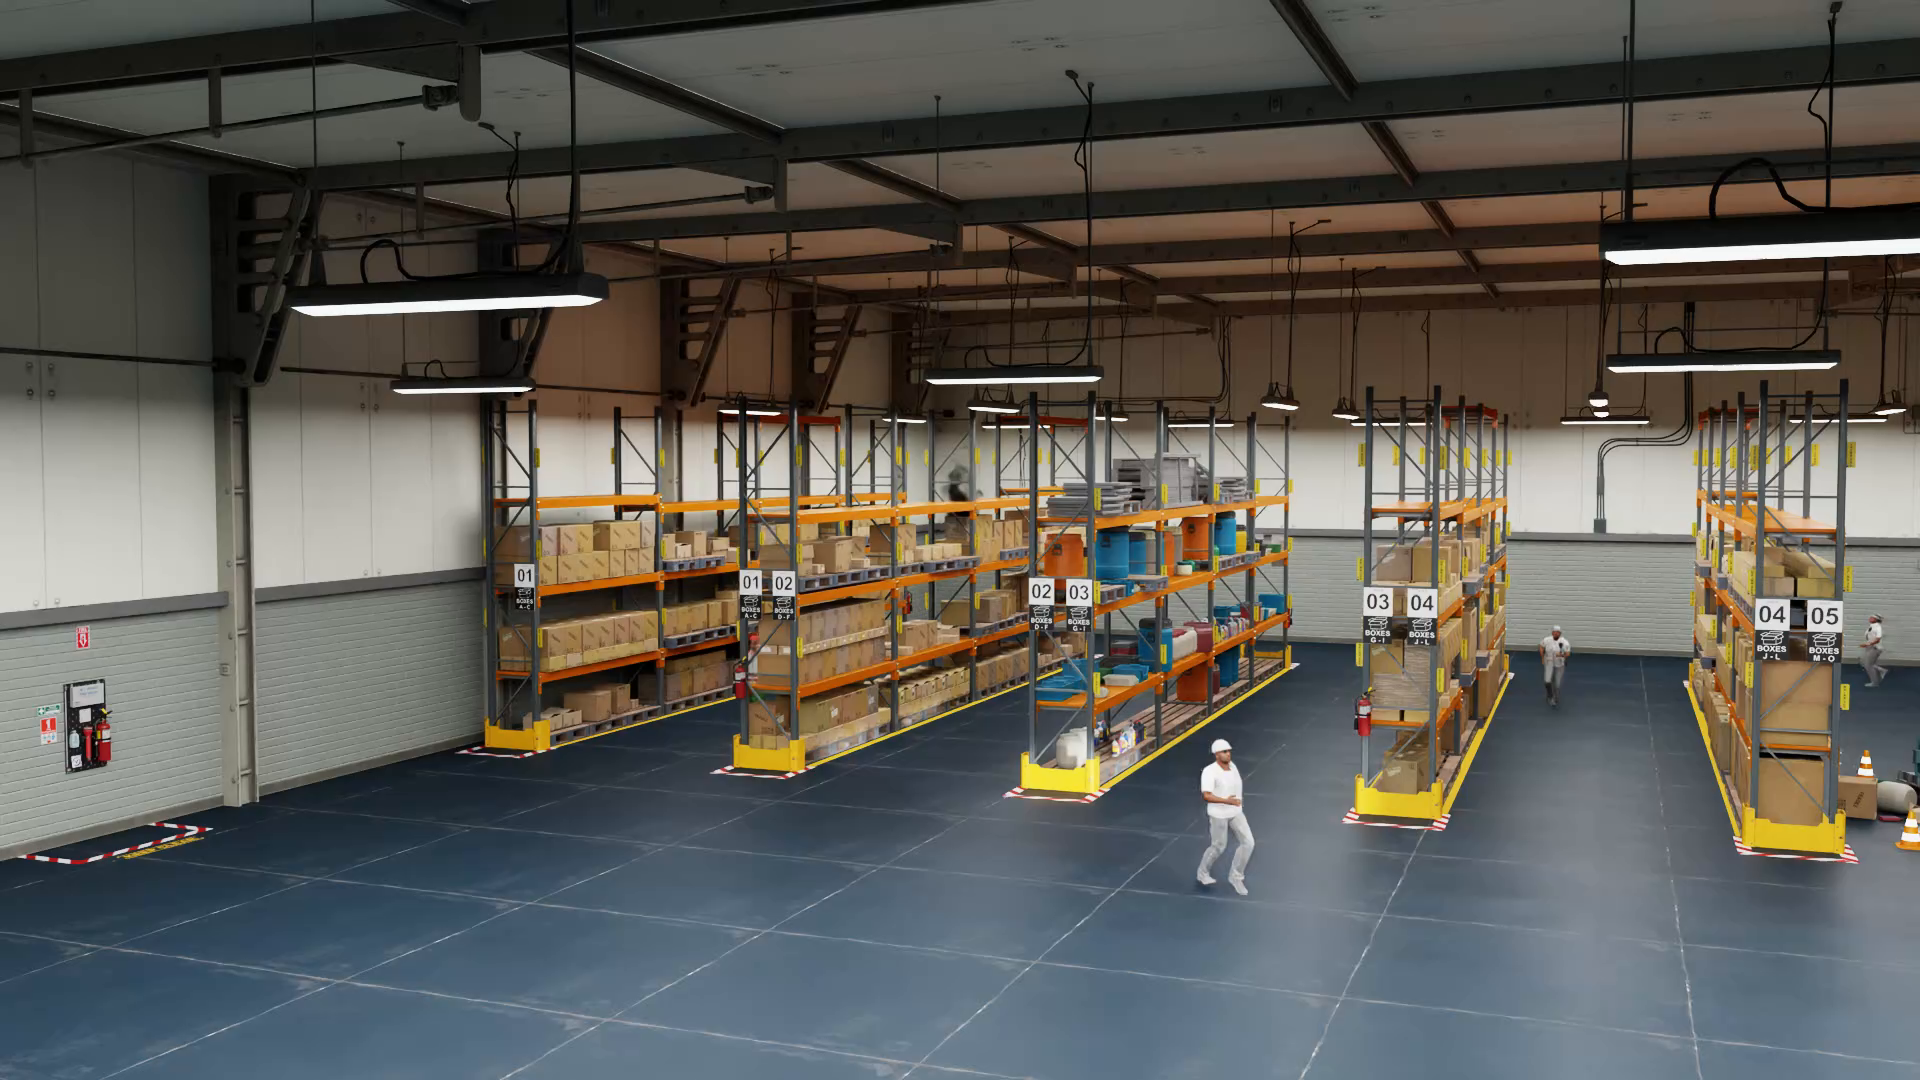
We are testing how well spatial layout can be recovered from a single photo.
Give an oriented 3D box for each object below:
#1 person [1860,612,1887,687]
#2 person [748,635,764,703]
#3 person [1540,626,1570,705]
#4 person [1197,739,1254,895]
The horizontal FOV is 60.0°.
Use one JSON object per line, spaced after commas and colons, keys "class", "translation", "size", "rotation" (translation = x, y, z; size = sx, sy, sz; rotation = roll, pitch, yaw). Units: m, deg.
{"class": "person", "translation": [19.998, 2.384, 36.399], "size": [0.561, 1.653, 0.585], "rotation": [1, 3, 21]}
{"class": "person", "translation": [-3.720, 2.622, 30.262], "size": [0.628, 1.784, 0.692], "rotation": [1, 3, 21]}
{"class": "person", "translation": [11.956, 2.528, 33.451], "size": [0.593, 1.618, 0.675], "rotation": [1, 3, 22]}
{"class": "person", "translation": [3.071, 3.194, 19.226], "size": [0.707, 1.794, 0.741], "rotation": [-2, 3, -36]}
